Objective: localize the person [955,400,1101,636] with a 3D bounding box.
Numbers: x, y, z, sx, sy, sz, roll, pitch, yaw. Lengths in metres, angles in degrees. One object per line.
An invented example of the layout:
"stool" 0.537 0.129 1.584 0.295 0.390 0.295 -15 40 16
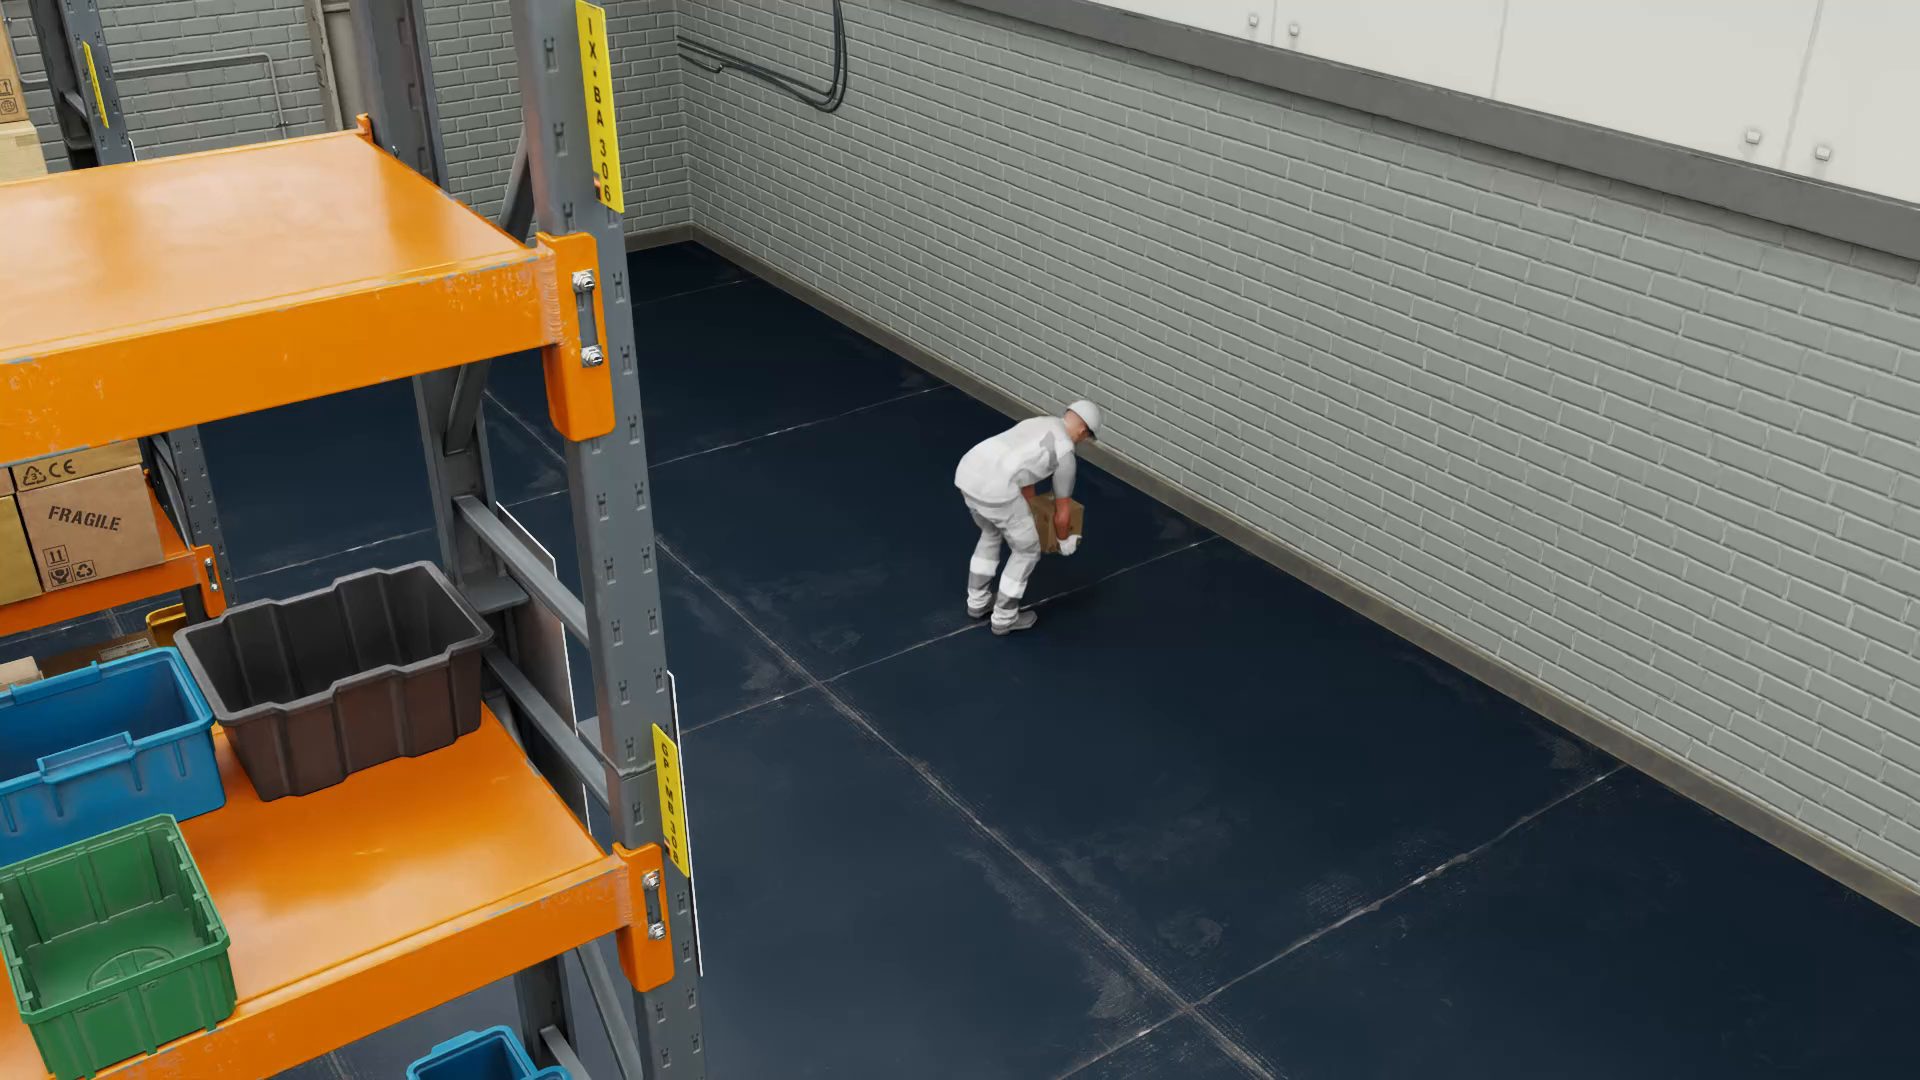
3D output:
"person" 0.413 -0.145 9.522 0.949 1.218 0.494 -20 34 -32
